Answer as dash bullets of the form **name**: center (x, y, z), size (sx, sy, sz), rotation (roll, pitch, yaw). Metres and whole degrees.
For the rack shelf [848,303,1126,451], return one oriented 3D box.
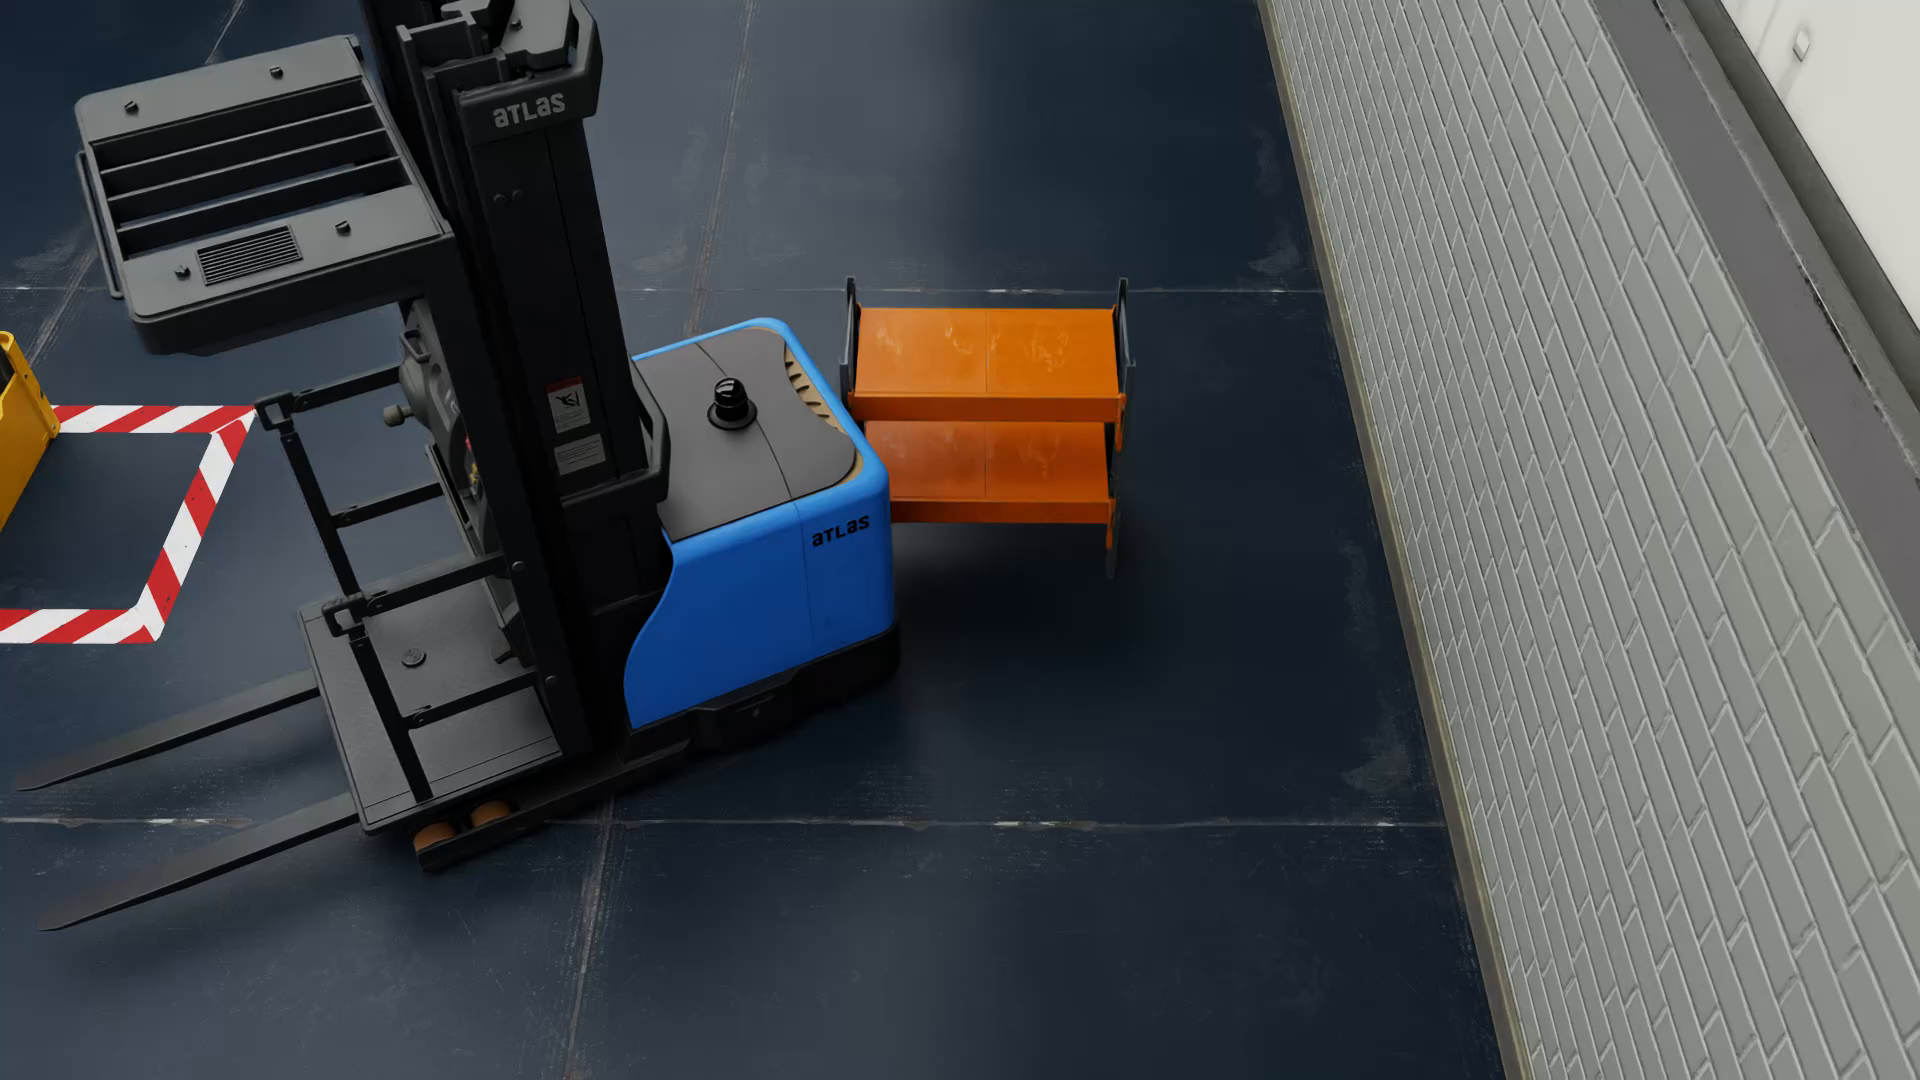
- **rack shelf**: center (0.099, -0.615, 6.235), size (1.000, 0.278, 0.538), rotation (0, 47, 0)

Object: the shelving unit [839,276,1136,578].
- **shelving unit**: center (0.099, -0.415, 6.449), size (1.048, 1.125, 0.538), rotation (0, 47, 0)

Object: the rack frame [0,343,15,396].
- **rack frame**: center (-4.039, -1.127, 5.831), size (0.127, 3.000, 1.000), rotation (0, 47, 0)

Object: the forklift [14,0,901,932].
- **forklift**: center (-1.776, -0.308, 5.115), size (3.031, 2.935, 1.130), rotation (-21, 50, -18)

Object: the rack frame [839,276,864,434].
- **rack frame**: center (-0.409, -0.419, 6.452), size (0.032, 1.125, 0.500), rotation (0, 47, 0)

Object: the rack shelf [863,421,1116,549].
- **rack shelf**: center (0.099, -0.249, 6.628), size (1.000, 0.278, 0.538), rotation (0, 47, 0)

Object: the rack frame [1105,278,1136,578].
- **rack frame**: center (0.607, -0.412, 6.446), size (0.032, 1.125, 0.500), rotation (0, 47, 0)

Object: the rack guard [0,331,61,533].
- **rack guard**: center (-4.115, -0.276, 6.746), size (0.348, 0.500, 1.175), rotation (0, 47, 0)
